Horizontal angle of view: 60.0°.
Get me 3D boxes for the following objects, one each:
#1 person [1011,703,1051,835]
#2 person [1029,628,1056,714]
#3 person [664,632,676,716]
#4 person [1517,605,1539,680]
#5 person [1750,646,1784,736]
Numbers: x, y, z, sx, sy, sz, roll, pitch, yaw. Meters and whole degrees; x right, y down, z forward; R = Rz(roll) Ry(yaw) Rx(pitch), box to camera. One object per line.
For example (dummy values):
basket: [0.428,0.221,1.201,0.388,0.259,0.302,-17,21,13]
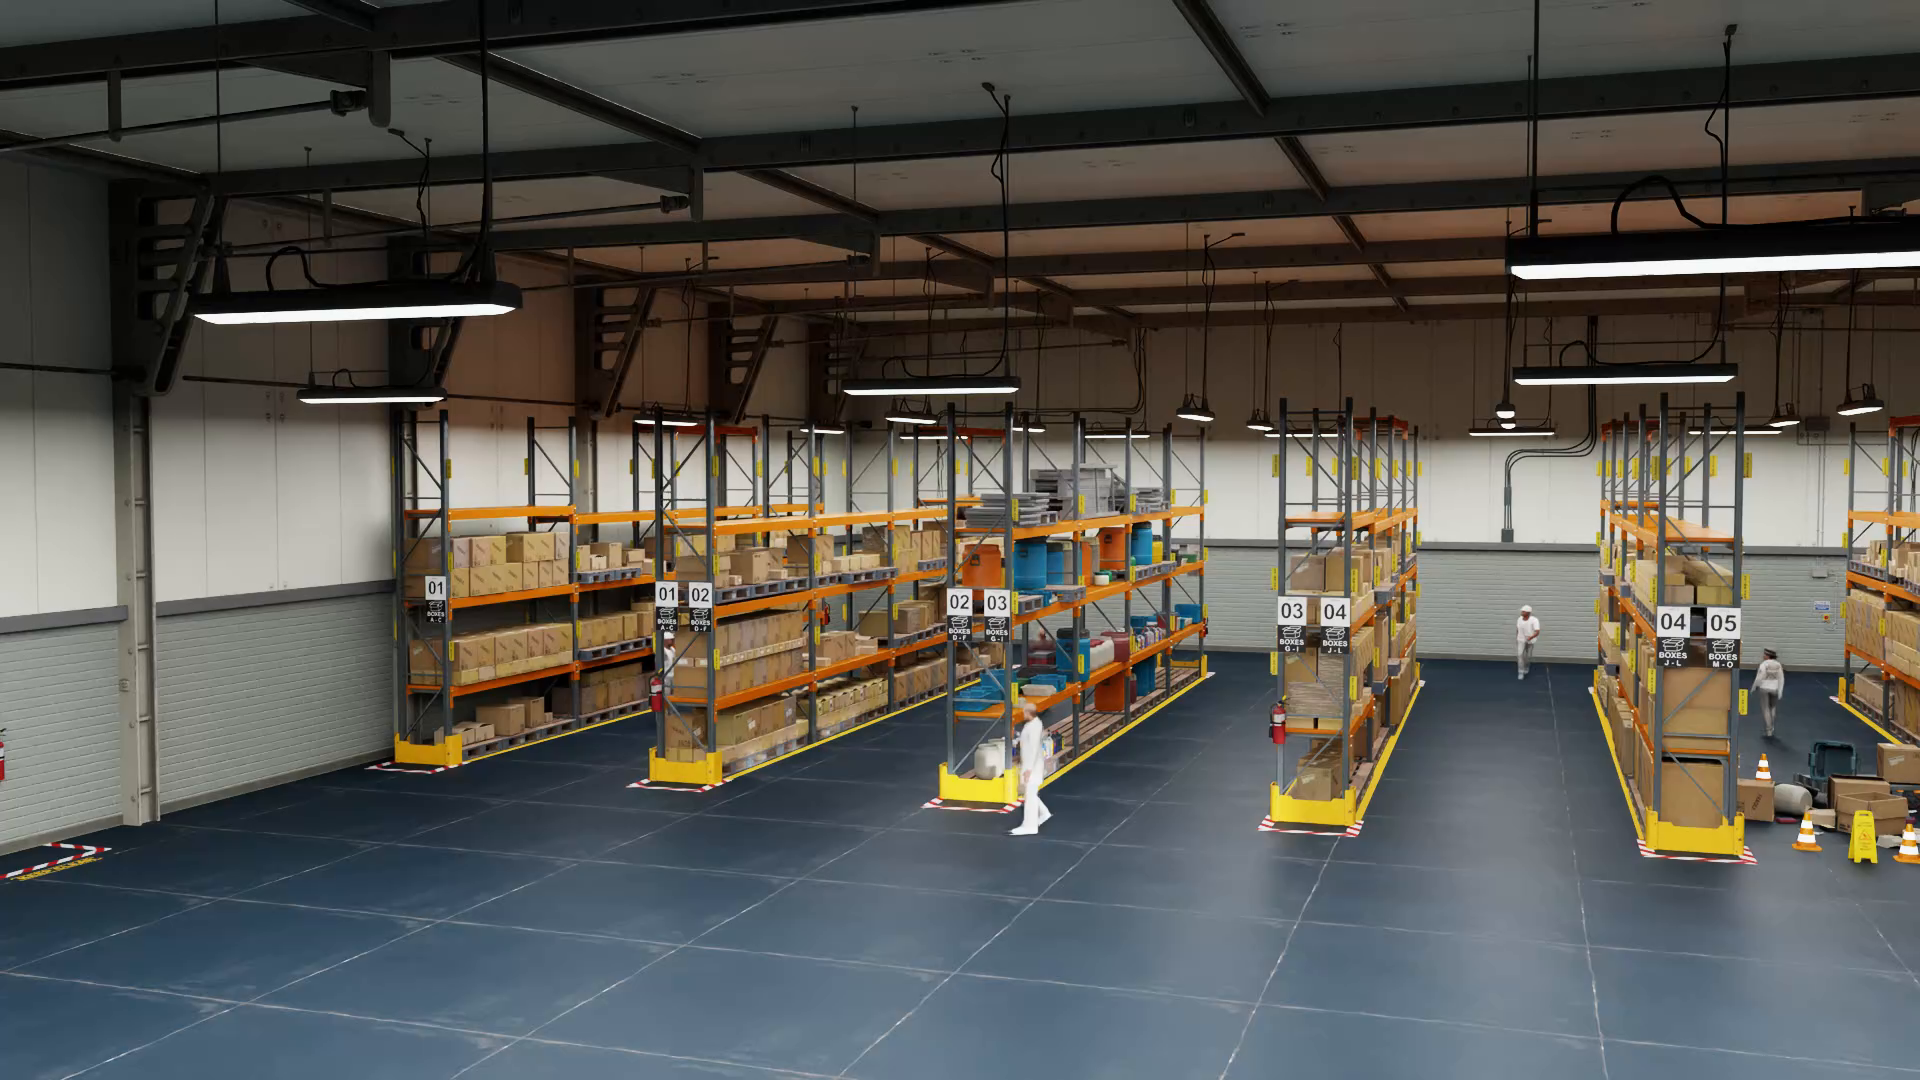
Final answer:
person: [0.978,3.119,22.853,0.583,1.781,0.660,0,2,-2]
person: [1.631,2.657,33.978,0.645,1.728,0.961,-1,3,-17]
person: [-5.735,2.741,32.721,0.396,1.859,0.631,1,3,19]
person: [13.619,2.439,39.878,0.503,1.744,1.003,1,3,19]
person: [15.061,2.828,31.006,0.562,1.710,0.724,1,2,12]
